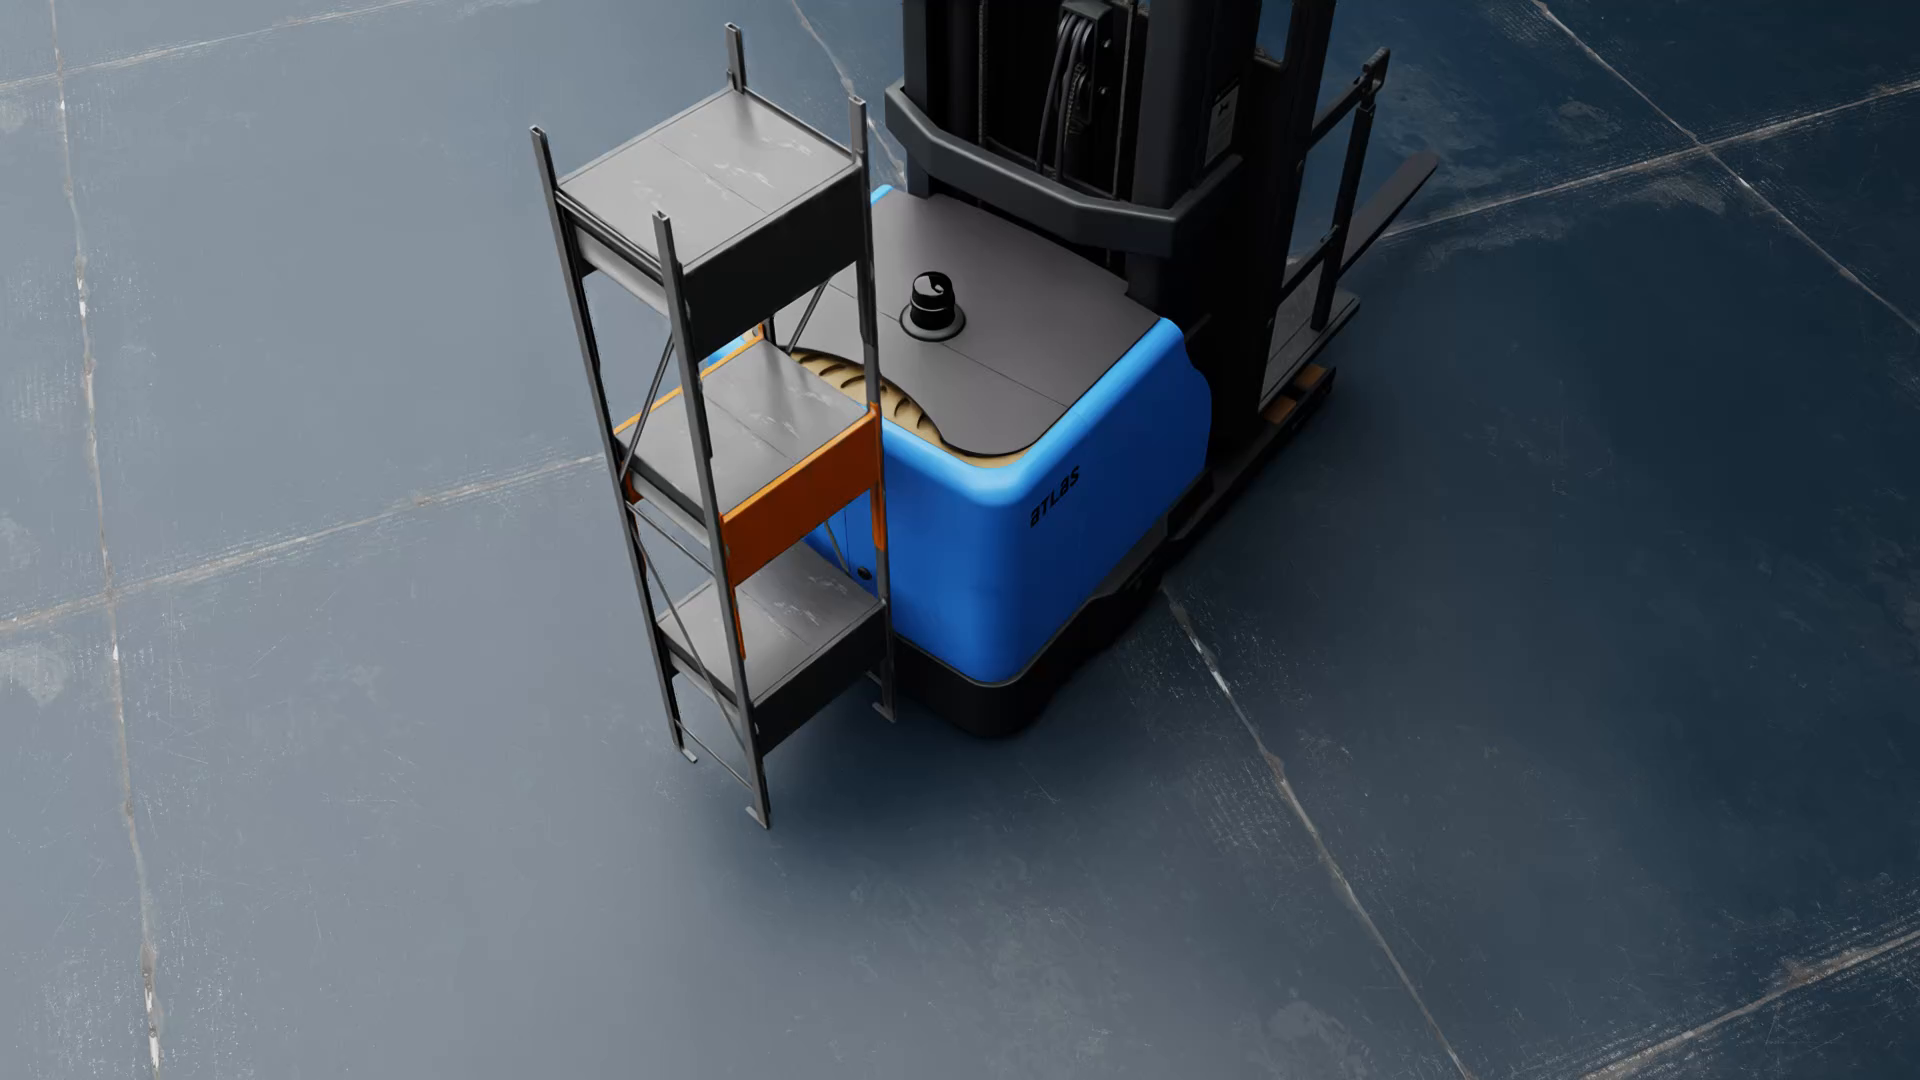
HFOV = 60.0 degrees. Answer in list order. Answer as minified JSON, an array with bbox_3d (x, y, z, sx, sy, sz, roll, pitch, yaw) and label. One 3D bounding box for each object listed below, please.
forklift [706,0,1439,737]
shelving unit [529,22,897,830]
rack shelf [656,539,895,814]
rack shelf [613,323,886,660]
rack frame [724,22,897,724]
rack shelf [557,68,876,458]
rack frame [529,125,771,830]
[{"bbox_3d":[0.604,-1.477,4.586,1.130,2.935,3.031,30,56,23],"label":"forklift"},{"bbox_3d":[-0.500,-0.129,3.977,0.431,2.100,0.503,36,58,27],"label":"shelving unit"},{"bbox_3d":[-0.500,0.336,4.518,0.431,0.518,0.480,36,58,27],"label":"rack shelf"},{"bbox_3d":[-0.500,-0.120,3.987,0.431,0.518,0.480,36,58,27],"label":"rack shelf"},{"bbox_3d":[-0.330,-0.263,4.091,0.400,2.100,0.015,36,58,27],"label":"rack frame"},{"bbox_3d":[-0.500,-0.576,3.456,0.431,0.518,0.480,36,58,27],"label":"rack shelf"},{"bbox_3d":[-0.669,0.004,3.862,0.400,2.100,0.015,36,58,27],"label":"rack frame"}]
